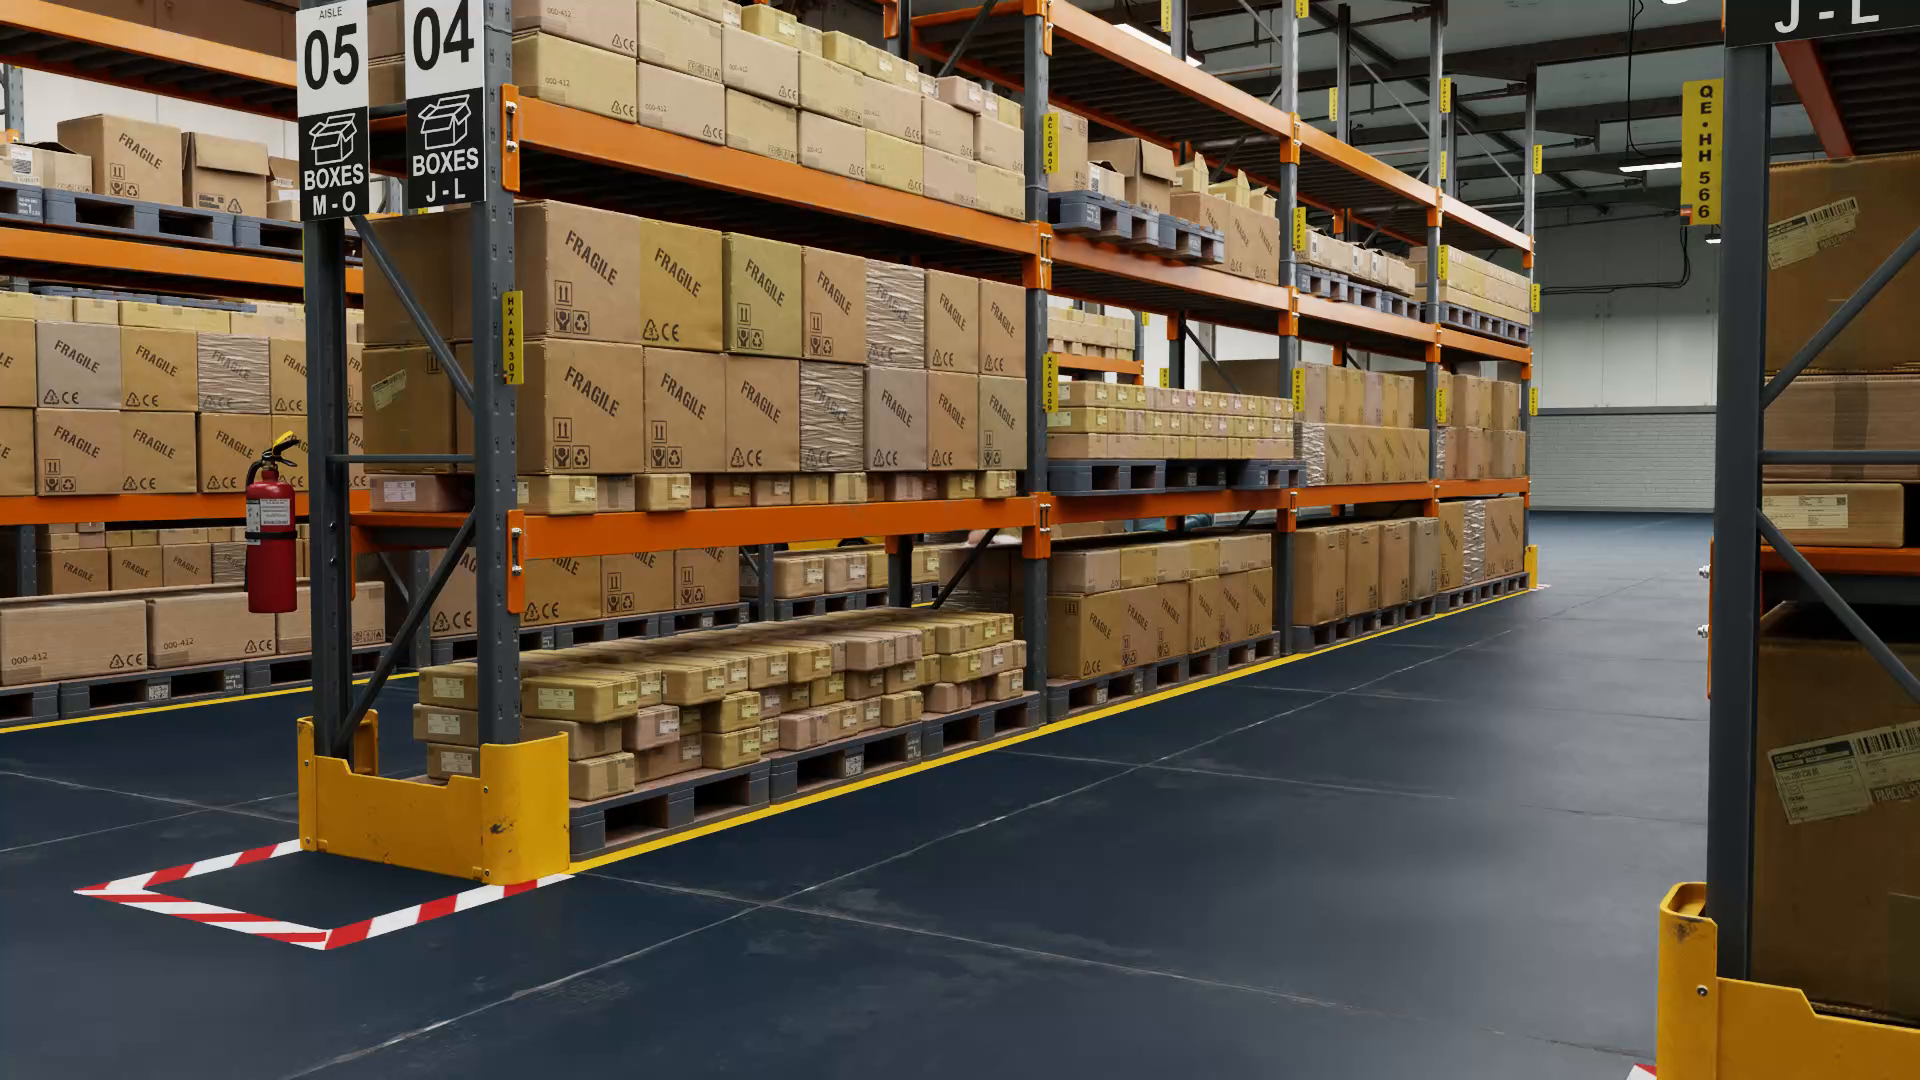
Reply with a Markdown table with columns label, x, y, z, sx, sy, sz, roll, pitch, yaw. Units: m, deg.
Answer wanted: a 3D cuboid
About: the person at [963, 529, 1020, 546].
| label | x | y | z | sx | sy | sz | roll | pitch | yaw |
| --- | --- | --- | --- | --- | --- | --- | --- | --- | --- |
| person | 0.275 | 0.390 | 12.916 | 0.584 | 1.000 | 0.950 | 2 | 3 | 29 |
